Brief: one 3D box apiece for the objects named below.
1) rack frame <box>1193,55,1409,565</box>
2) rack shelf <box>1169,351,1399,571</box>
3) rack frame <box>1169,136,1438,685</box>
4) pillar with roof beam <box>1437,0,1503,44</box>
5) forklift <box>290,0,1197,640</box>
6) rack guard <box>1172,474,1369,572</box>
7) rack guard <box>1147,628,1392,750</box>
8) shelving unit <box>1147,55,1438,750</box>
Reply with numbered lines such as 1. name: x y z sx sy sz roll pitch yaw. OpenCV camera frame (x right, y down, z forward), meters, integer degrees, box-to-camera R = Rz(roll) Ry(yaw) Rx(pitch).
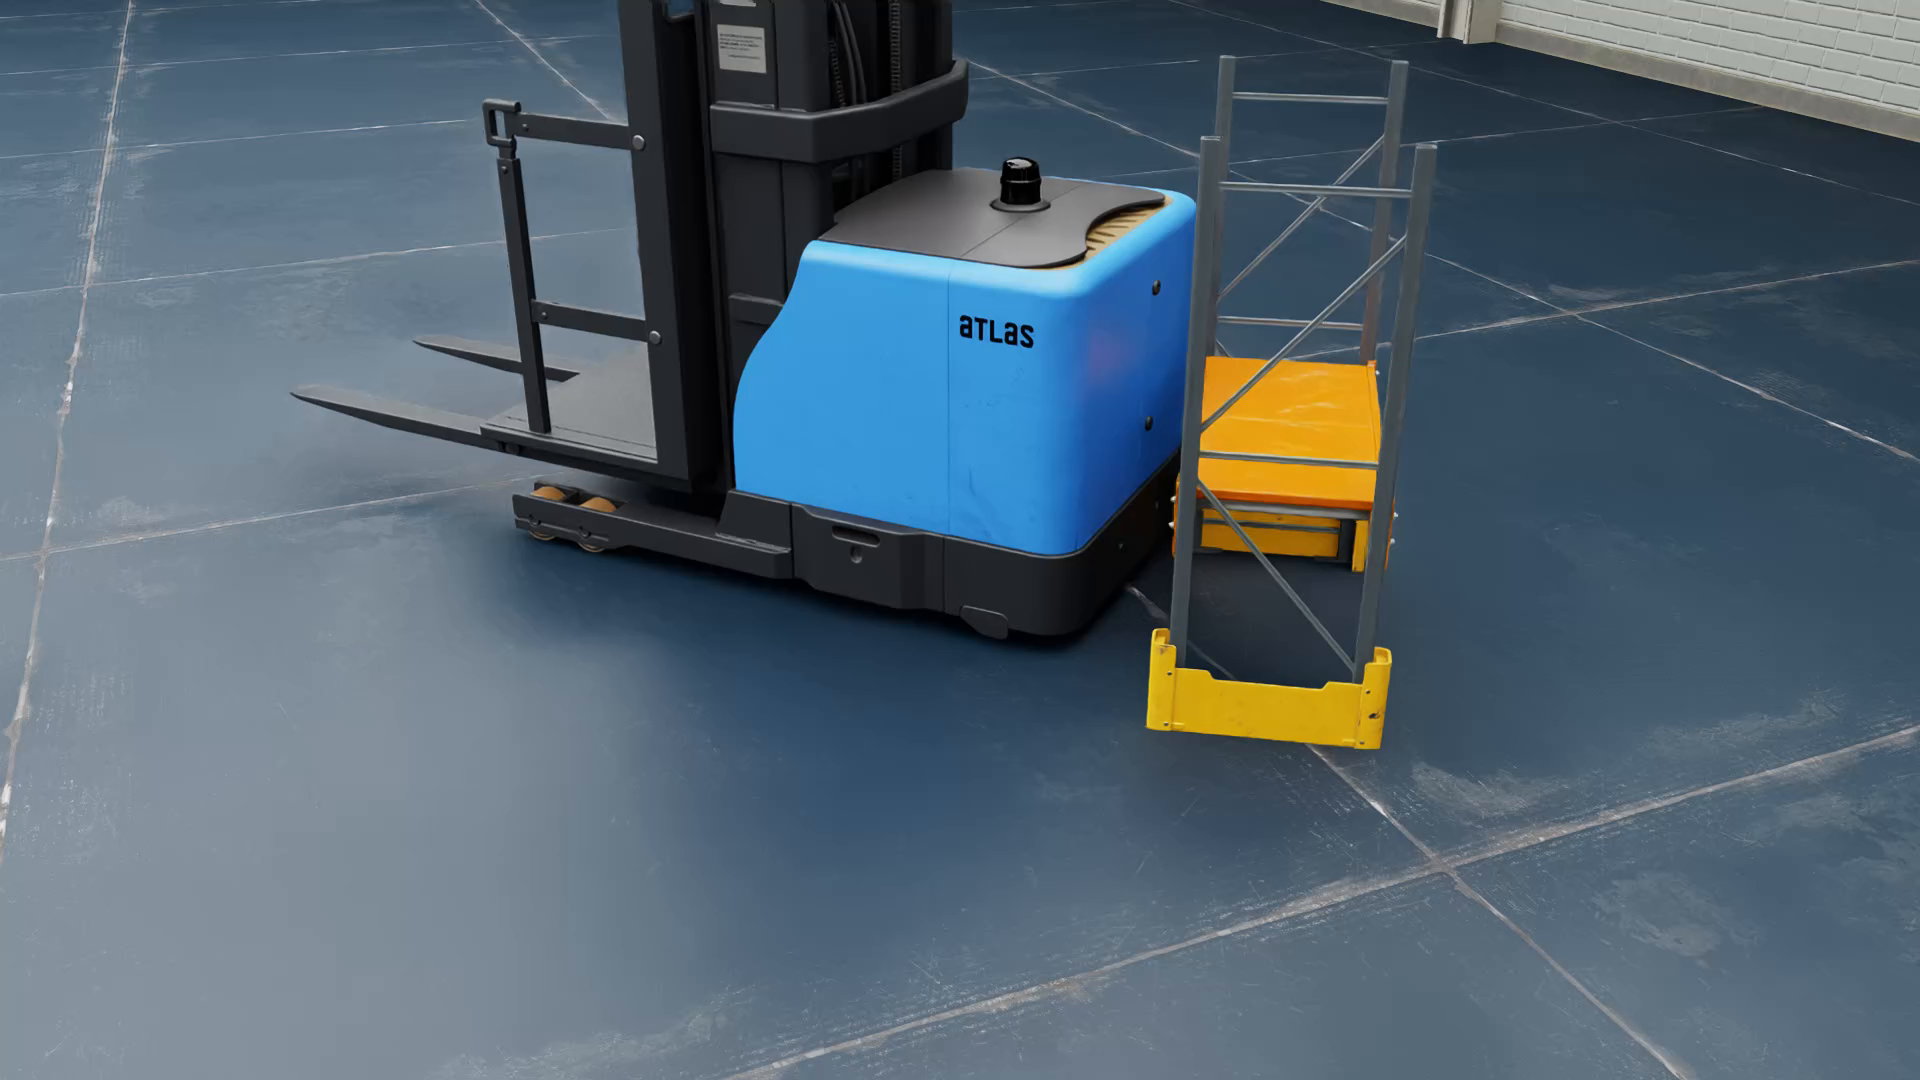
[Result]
1. rack frame: 0.954 -0.624 4.819 0.500 1.500 0.032 5 26 9
2. rack shelf: 0.864 -0.243 4.448 0.538 0.185 1.000 5 26 9
3. rack frame: 0.773 -0.185 3.920 0.500 1.500 0.032 5 26 9
4. pillar with roof beam: 0.217 -7.435 10.221 9.100 9.000 0.400 -11 28 -21
5. forklift: -0.834 -1.472 4.925 3.031 2.935 1.130 12 29 23
6. rack guard: 0.951 -0.054 5.076 0.587 0.250 0.087 5 26 9
7. rack guard: 0.773 0.376 4.195 0.587 0.250 0.087 5 26 9
8. shelving unit: 0.862 -0.401 4.361 0.587 1.500 1.083 5 26 9
